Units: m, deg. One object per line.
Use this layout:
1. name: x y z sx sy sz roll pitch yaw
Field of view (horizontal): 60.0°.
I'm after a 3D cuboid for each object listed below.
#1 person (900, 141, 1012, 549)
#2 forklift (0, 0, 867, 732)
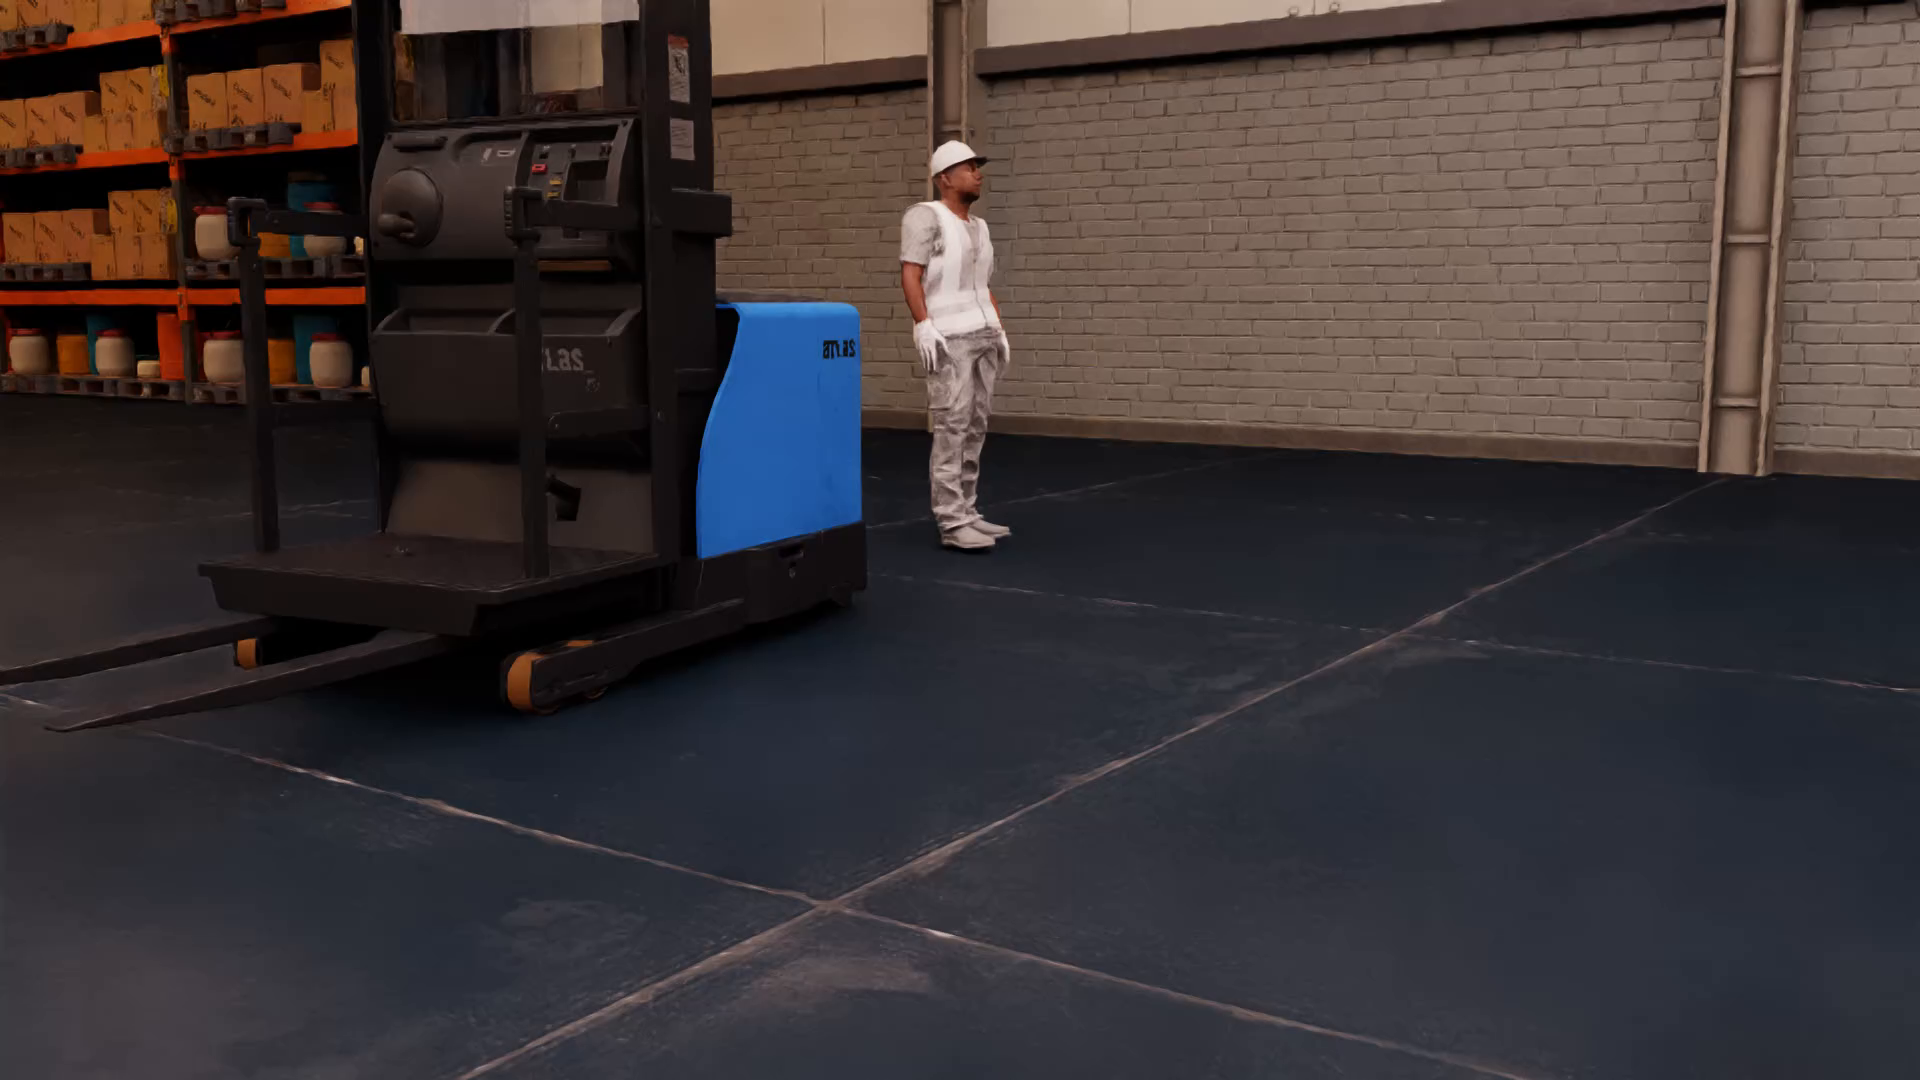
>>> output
1. person: 0.055 -0.883 7.431 0.576 1.782 0.655 5 10 34
2. forklift: -1.437 -1.062 4.659 1.130 2.935 3.031 4 9 26
